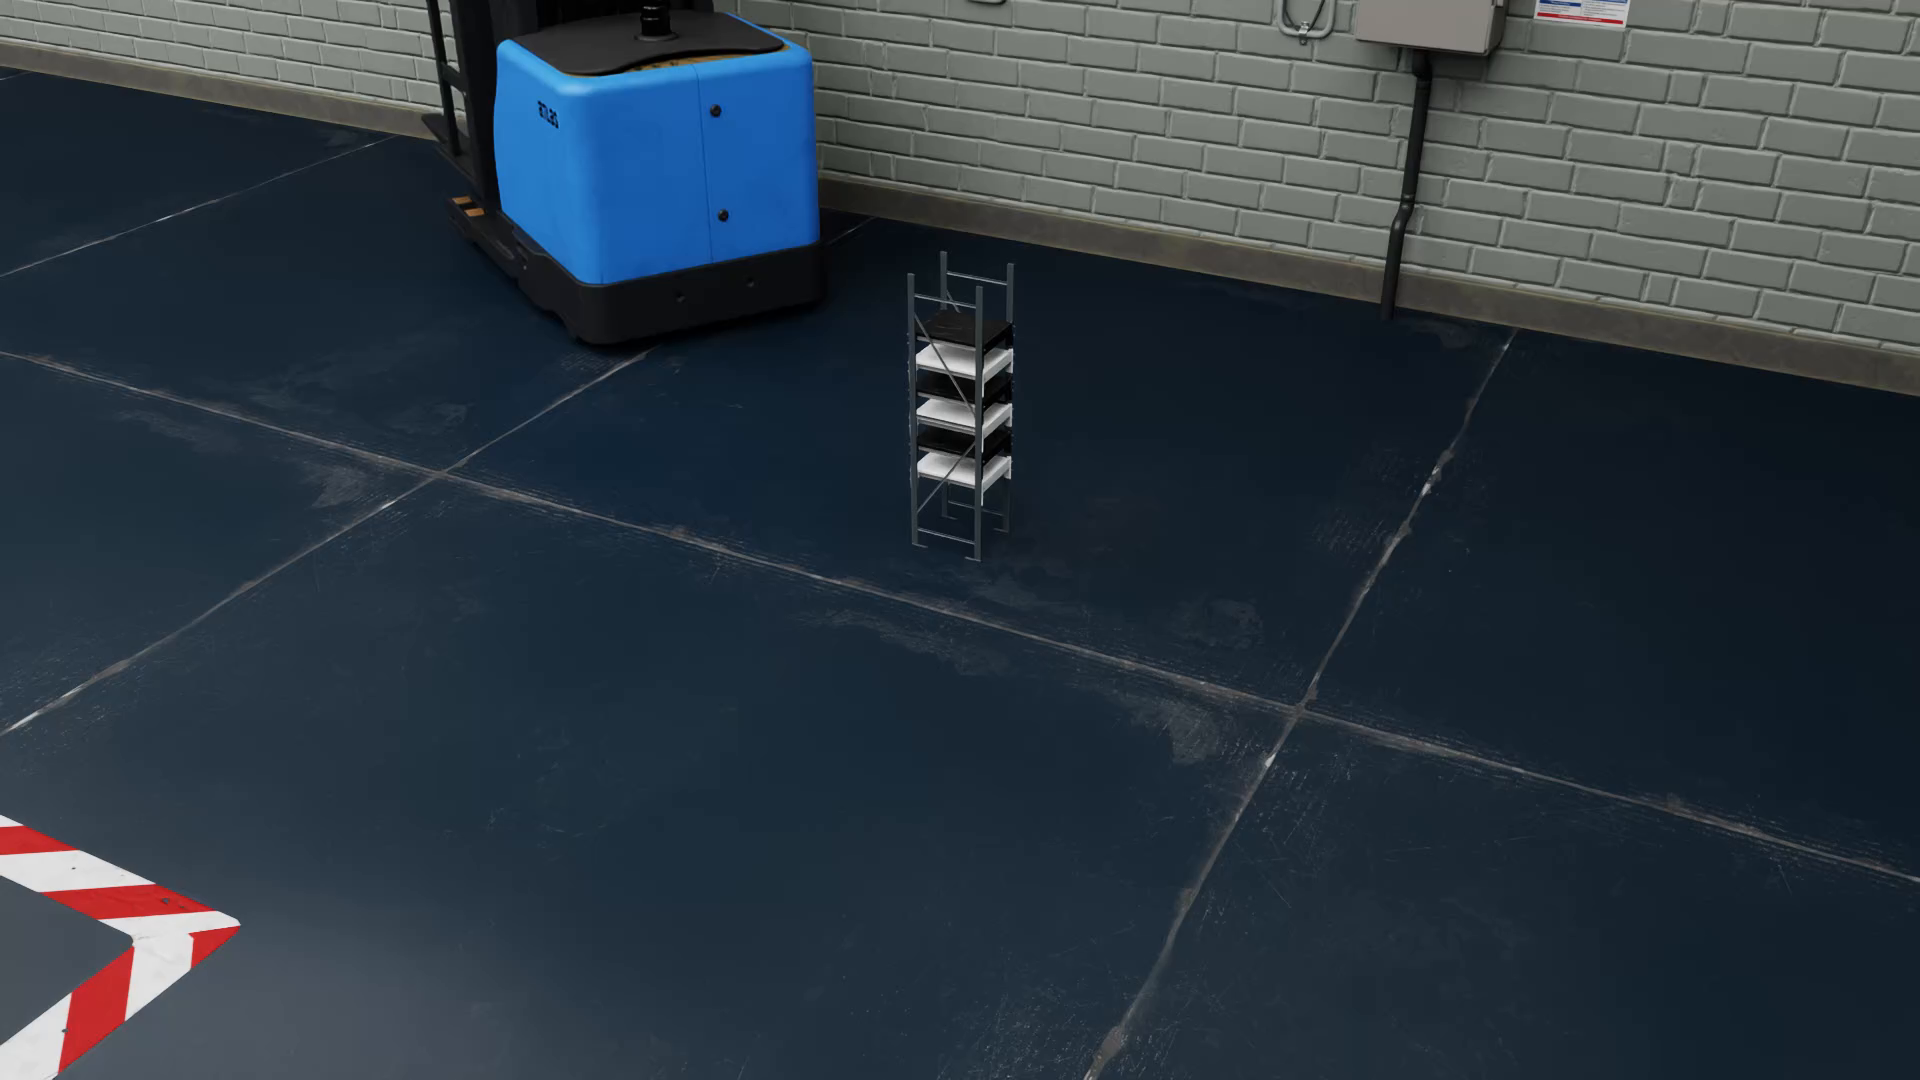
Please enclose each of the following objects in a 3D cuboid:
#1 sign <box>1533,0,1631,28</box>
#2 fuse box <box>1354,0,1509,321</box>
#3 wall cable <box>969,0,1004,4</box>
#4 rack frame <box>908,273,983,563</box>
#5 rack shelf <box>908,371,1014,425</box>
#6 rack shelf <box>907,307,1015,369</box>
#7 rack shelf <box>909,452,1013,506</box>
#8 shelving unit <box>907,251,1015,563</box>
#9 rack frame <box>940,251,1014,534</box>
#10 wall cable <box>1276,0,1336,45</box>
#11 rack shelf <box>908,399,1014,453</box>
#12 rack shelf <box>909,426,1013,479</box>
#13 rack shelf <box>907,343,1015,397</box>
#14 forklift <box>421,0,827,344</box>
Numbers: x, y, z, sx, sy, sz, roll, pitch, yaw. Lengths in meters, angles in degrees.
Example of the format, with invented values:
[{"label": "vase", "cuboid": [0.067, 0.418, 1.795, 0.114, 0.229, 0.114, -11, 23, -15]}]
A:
[{"label": "sign", "cuboid": [2.294, -2.130, 6.043, 0.329, 0.494, 0.001, 14, 33, 23]}, {"label": "fuse box", "cuboid": [1.760, -1.633, 6.375, 0.539, 1.711, 0.414, 14, 33, 23]}, {"label": "wall cable", "cuboid": [-0.043, -3.187, 6.736, 0.585, 1.953, 0.123, 14, 33, 23]}, {"label": "rack frame", "cuboid": [-0.043, -0.349, 4.954, 0.240, 0.900, 0.006, 14, 33, 23]}, {"label": "rack shelf", "cuboid": [0.004, -0.443, 5.004, 0.258, 0.077, 0.200, 14, 33, 23]}, {"label": "rack shelf", "cuboid": [0.004, -0.599, 4.914, 0.258, 0.077, 0.200, 14, 33, 23]}, {"label": "rack shelf", "cuboid": [0.004, -0.209, 5.138, 0.258, 0.077, 0.200, 14, 33, 23]}, {"label": "shelving unit", "cuboid": [0.004, -0.394, 5.032, 0.258, 0.900, 0.210, 14, 33, 23]}, {"label": "rack frame", "cuboid": [0.050, -0.439, 5.111, 0.240, 0.900, 0.006, 14, 33, 23]}, {"label": "wall cable", "cuboid": [1.225, -2.857, 6.192, 0.588, 1.984, 0.122, 14, 33, 23]}, {"label": "rack shelf", "cuboid": [0.004, -0.365, 5.049, 0.258, 0.077, 0.200, 14, 33, 23]}, {"label": "rack shelf", "cuboid": [0.004, -0.287, 5.094, 0.258, 0.077, 0.200, 14, 33, 23]}, {"label": "rack shelf", "cuboid": [0.004, -0.521, 4.959, 0.258, 0.077, 0.200, 14, 33, 23]}, {"label": "forklift", "cuboid": [-1.738, -2.725, 7.052, 1.130, 2.935, 3.031, -17, 34, -26]}]
